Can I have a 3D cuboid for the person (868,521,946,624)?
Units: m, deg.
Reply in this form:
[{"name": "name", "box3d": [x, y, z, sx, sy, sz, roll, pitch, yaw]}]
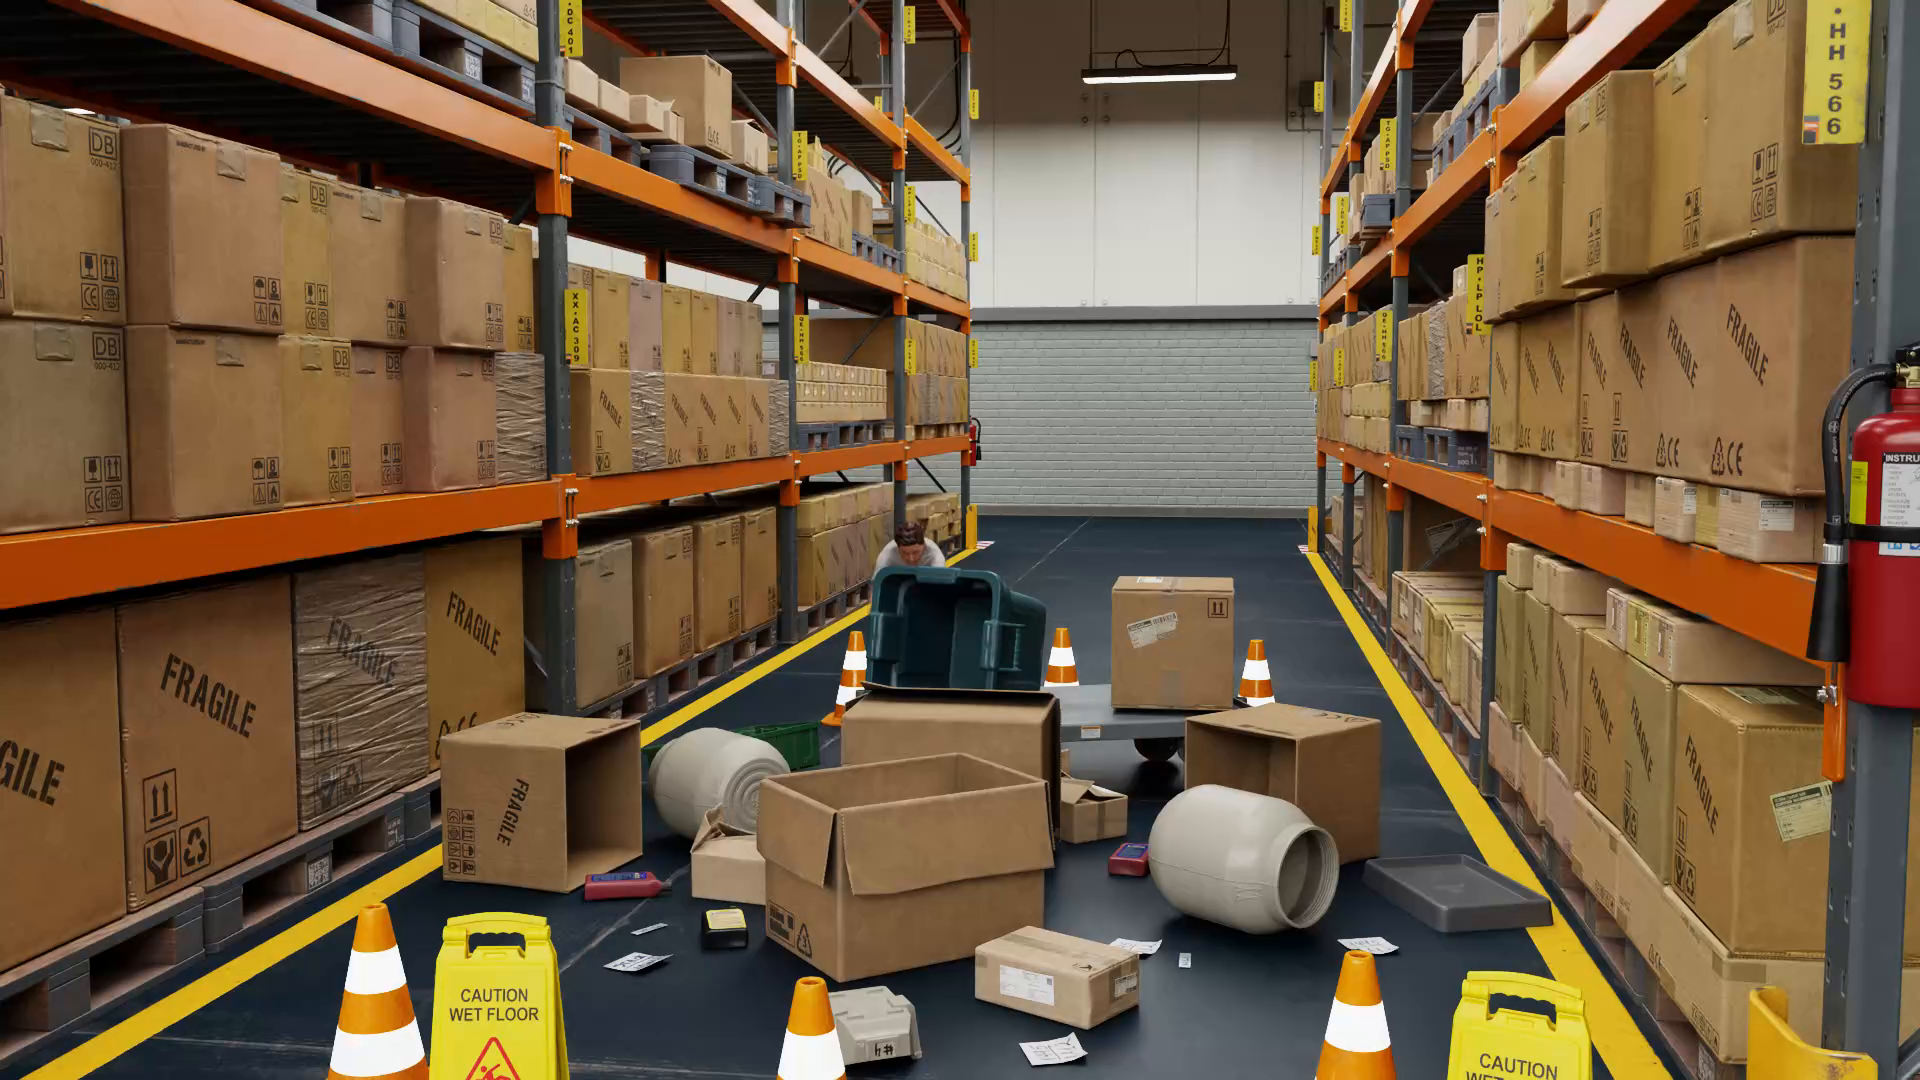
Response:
[{"name": "person", "box3d": [-0.314, 0.330, 10.418, 0.491, 0.934, 0.809, 1, 5, 9]}]
